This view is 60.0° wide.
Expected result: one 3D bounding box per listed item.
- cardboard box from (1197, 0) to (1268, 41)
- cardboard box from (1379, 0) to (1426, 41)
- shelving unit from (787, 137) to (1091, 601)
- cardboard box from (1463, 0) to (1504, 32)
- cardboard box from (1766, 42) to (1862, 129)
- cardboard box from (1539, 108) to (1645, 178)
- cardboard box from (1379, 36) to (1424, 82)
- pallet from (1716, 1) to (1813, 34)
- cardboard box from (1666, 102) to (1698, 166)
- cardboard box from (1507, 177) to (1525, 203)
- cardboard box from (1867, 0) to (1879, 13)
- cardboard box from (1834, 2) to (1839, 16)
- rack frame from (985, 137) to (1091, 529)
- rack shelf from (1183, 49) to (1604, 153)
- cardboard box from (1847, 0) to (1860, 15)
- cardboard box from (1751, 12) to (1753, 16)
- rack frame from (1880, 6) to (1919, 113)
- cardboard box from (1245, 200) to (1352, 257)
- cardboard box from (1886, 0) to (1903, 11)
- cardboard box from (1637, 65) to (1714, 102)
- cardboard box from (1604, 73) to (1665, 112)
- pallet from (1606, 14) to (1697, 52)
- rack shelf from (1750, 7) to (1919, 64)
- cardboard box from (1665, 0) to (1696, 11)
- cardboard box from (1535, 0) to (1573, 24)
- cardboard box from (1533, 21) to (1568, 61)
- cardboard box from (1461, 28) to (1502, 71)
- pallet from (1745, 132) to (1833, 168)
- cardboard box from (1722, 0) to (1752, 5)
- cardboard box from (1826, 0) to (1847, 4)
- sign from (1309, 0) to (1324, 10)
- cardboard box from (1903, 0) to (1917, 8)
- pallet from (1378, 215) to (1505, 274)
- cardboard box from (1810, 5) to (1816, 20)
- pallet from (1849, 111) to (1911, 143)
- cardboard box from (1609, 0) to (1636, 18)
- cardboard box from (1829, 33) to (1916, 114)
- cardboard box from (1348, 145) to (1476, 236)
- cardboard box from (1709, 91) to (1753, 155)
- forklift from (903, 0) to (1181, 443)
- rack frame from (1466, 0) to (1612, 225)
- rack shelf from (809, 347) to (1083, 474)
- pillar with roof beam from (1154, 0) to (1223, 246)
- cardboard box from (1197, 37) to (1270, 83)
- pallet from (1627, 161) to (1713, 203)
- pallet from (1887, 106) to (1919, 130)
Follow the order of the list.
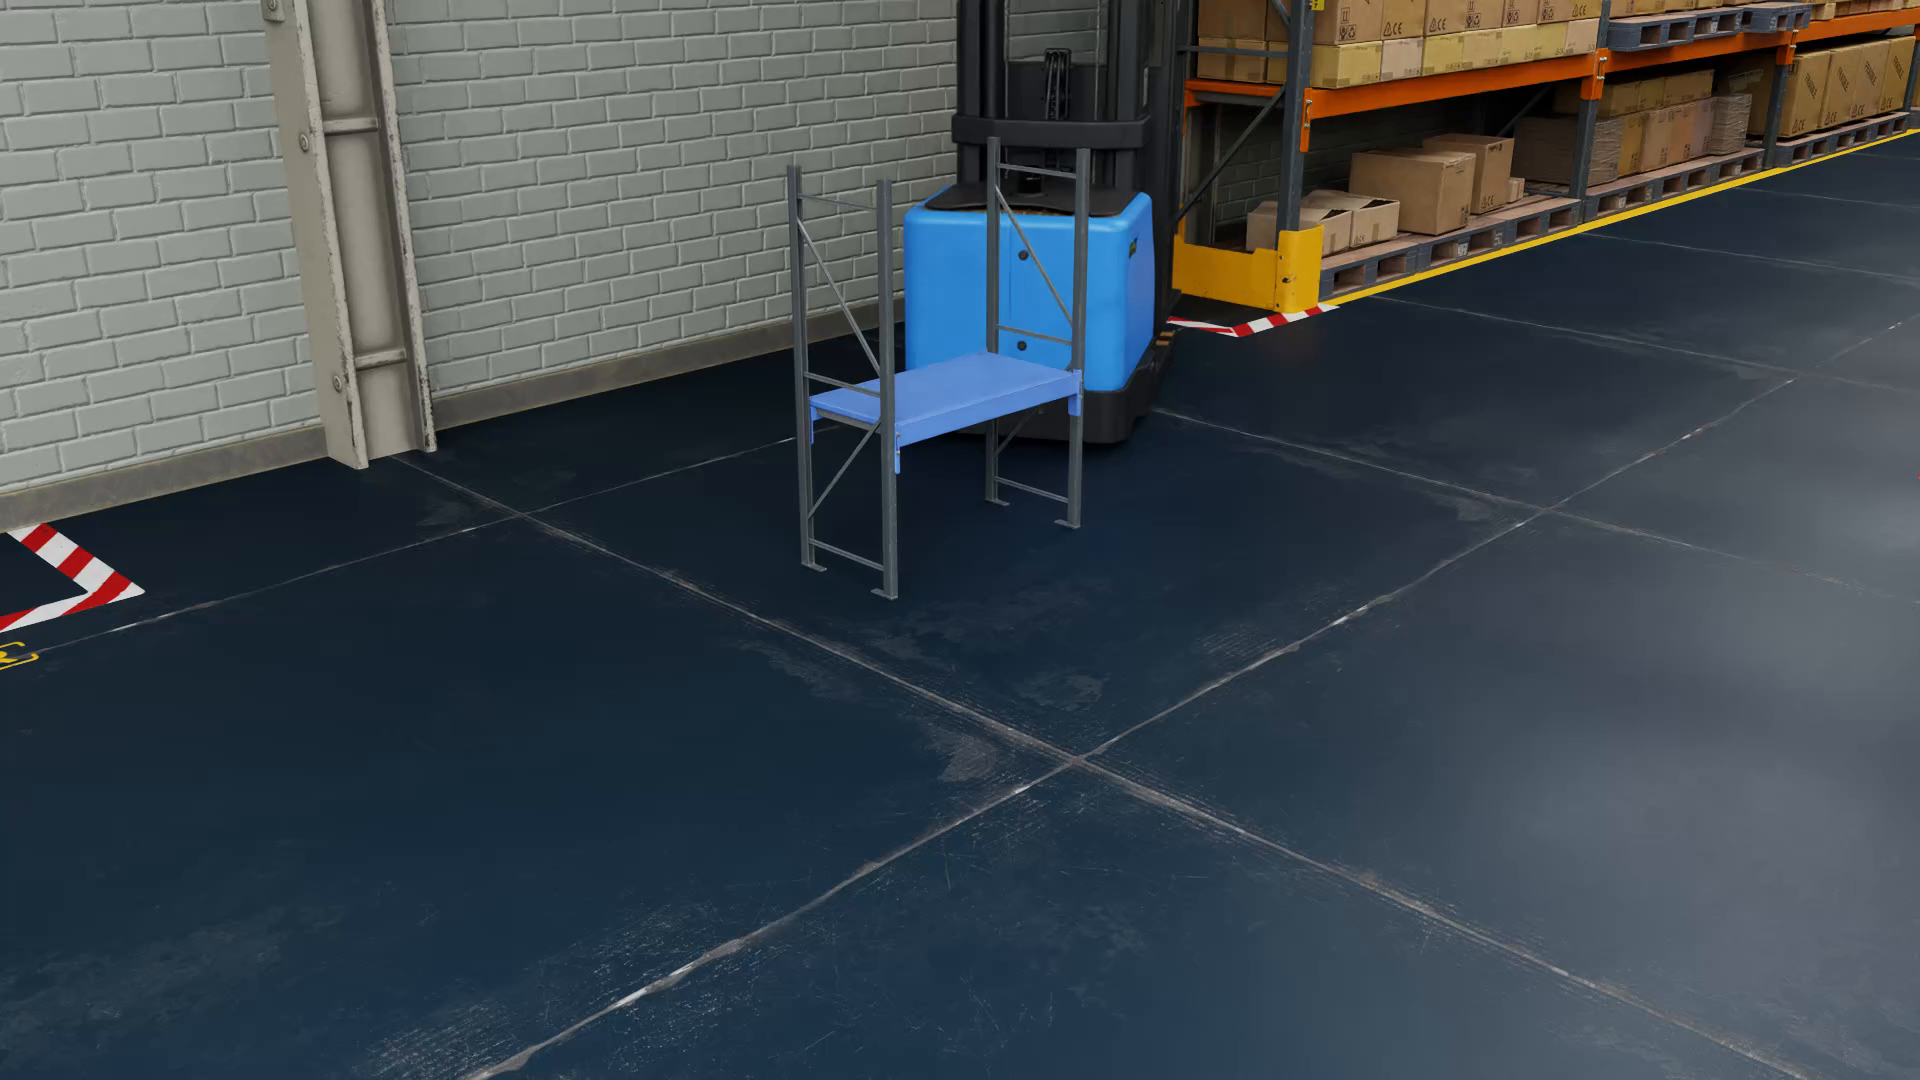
[{"bbox_3d":[1.845,-3.412,10.406,0.500,0.500,0.500,19,28,40],"label":"cardboard box"},{"bbox_3d":[2.569,-3.409,10.400,0.500,0.500,0.500,19,28,41],"label":"cardboard box"},{"bbox_3d":[-0.060,-0.678,6.248,0.538,1.500,1.048,19,28,41],"label":"shelving unit"},{"bbox_3d":[3.285,-3.676,11.095,0.500,0.500,0.500,-19,28,-40],"label":"cardboard box"},{"bbox_3d":[8.472,-4.577,16.712,0.750,0.750,0.750,19,28,40],"label":"cardboard box"},{"bbox_3d":[5.285,-3.354,13.990,0.700,0.500,0.500,19,28,40],"label":"cardboard box"},{"bbox_3d":[2.588,-3.070,10.563,0.500,0.250,0.500,18,28,39],"label":"cardboard box"},{"bbox_3d":[6.828,-4.705,14.902,1.213,0.211,1.003,19,28,41],"label":"pallet"},{"bbox_3d":[6.015,-3.607,14.648,0.700,0.500,0.500,19,28,40],"label":"cardboard box"},{"bbox_3d":[4.107,-2.714,12.791,0.380,0.166,0.250,15,26,34],"label":"cardboard box"},{"bbox_3d":[9.089,-5.451,16.899,0.380,0.149,0.250,18,28,39],"label":"cardboard box"},{"bbox_3d":[8.335,-5.197,16.238,0.250,0.149,0.380,-19,28,-41],"label":"cardboard box"},{"bbox_3d":[0.295,-0.809,6.588,0.500,1.500,0.032,19,28,41],"label":"rack frame"},{"bbox_3d":[3.064,-3.126,11.530,1.077,0.370,4.000,19,28,41],"label":"rack shelf"},{"bbox_3d":[8.707,-5.320,16.558,0.380,0.149,0.250,19,28,41],"label":"cardboard box"},{"bbox_3d":[7.464,-5.110,16.012,0.380,0.149,0.250,20,28,41],"label":"cardboard box"},{"bbox_3d":[10.040,-6.033,18.089,1.000,3.000,0.127,19,28,41],"label":"rack frame"},{"bbox_3d":[2.215,-2.054,10.871,0.500,0.311,0.500,15,26,35],"label":"cardboard box"},{"bbox_3d":[9.492,-5.558,17.177,0.380,0.149,0.250,19,28,41],"label":"cardboard box"},{"bbox_3d":[6.342,-4.064,14.793,0.500,0.250,0.500,-20,28,-41],"label":"cardboard box"},{"bbox_3d":[5.625,-3.807,14.124,0.500,0.250,0.500,18,28,39],"label":"cardboard box"},{"bbox_3d":[5.096,-4.047,13.190,1.003,0.211,1.213,19,28,41],"label":"pallet"},{"bbox_3d":[8.644,-5.183,16.881,1.077,0.370,4.000,19,28,41],"label":"rack shelf"},{"bbox_3d":[5.670,-4.670,13.790,0.500,0.500,0.700,-16,26,-35],"label":"cardboard box"},{"bbox_3d":[4.006,-3.937,11.773,0.500,0.500,0.500,19,28,40],"label":"cardboard box"},{"bbox_3d":[3.992,-3.592,11.920,0.500,0.250,0.500,19,28,41],"label":"cardboard box"},{"bbox_3d":[3.302,-3.329,11.237,0.500,0.250,0.500,20,28,41],"label":"cardboard box"},{"bbox_3d":[7.853,-3.887,16.392,1.003,0.211,1.213,19,28,41],"label":"pallet"},{"bbox_3d":[6.558,-4.983,14.605,0.700,0.500,0.500,16,26,36],"label":"cardboard box"},{"bbox_3d":[8.143,-5.392,15.841,0.500,0.500,0.500,-19,28,-40],"label":"cardboard box"},{"bbox_3d":[2.057,-3.216,9.555,0.100,0.325,0.005,19,28,41],"label":"sign"},{"bbox_3d":[9.847,-5.696,17.536,0.250,0.149,0.380,-20,28,-41],"label":"cardboard box"},{"bbox_3d":[3.164,-2.178,11.947,1.003,0.211,1.213,19,28,41],"label":"pallet"},{"bbox_3d":[7.827,-4.986,15.688,0.250,0.149,0.380,-20,29,-41],"label":"cardboard box"},{"bbox_3d":[9.555,-4.514,18.024,1.003,0.211,1.213,19,28,41],"label":"pallet"},{"bbox_3d":[4.838,-4.351,12.960,0.700,0.500,0.500,19,28,41],"label":"cardboard box"},{"bbox_3d":[9.679,-5.026,17.880,0.750,0.750,0.750,20,28,41],"label":"cardboard box"},{"bbox_3d":[3.161,-2.465,11.677,0.700,0.500,0.500,17,27,37],"label":"cardboard box"},{"bbox_3d":[6.784,-3.845,15.268,0.500,0.500,0.700,-20,29,-41],"label":"cardboard box"},{"bbox_3d":[0.582,-2.301,8.475,1.130,2.935,3.031,5,22,13],"label":"forklift"},{"bbox_3d":[4.459,-3.976,12.739,1.000,3.000,0.127,19,28,41],"label":"rack frame"},{"bbox_3d":[-0.060,-0.510,6.313,0.538,0.185,1.000,19,28,41],"label":"rack shelf"},{"bbox_3d":[4.621,-5.067,7.216,9.100,9.000,0.400,19,28,41],"label":"pillar with roof beam"},{"bbox_3d":[1.855,-3.056,10.526,0.500,0.250,0.500,-20,28,-41],"label":"cardboard box"},{"bbox_3d":[5.852,-3.190,14.581,1.003,0.211,1.213,19,28,41],"label":"pallet"},{"bbox_3d":[10.626,-4.907,19.047,1.003,0.211,1.213,19,28,41],"label":"pallet"}]
